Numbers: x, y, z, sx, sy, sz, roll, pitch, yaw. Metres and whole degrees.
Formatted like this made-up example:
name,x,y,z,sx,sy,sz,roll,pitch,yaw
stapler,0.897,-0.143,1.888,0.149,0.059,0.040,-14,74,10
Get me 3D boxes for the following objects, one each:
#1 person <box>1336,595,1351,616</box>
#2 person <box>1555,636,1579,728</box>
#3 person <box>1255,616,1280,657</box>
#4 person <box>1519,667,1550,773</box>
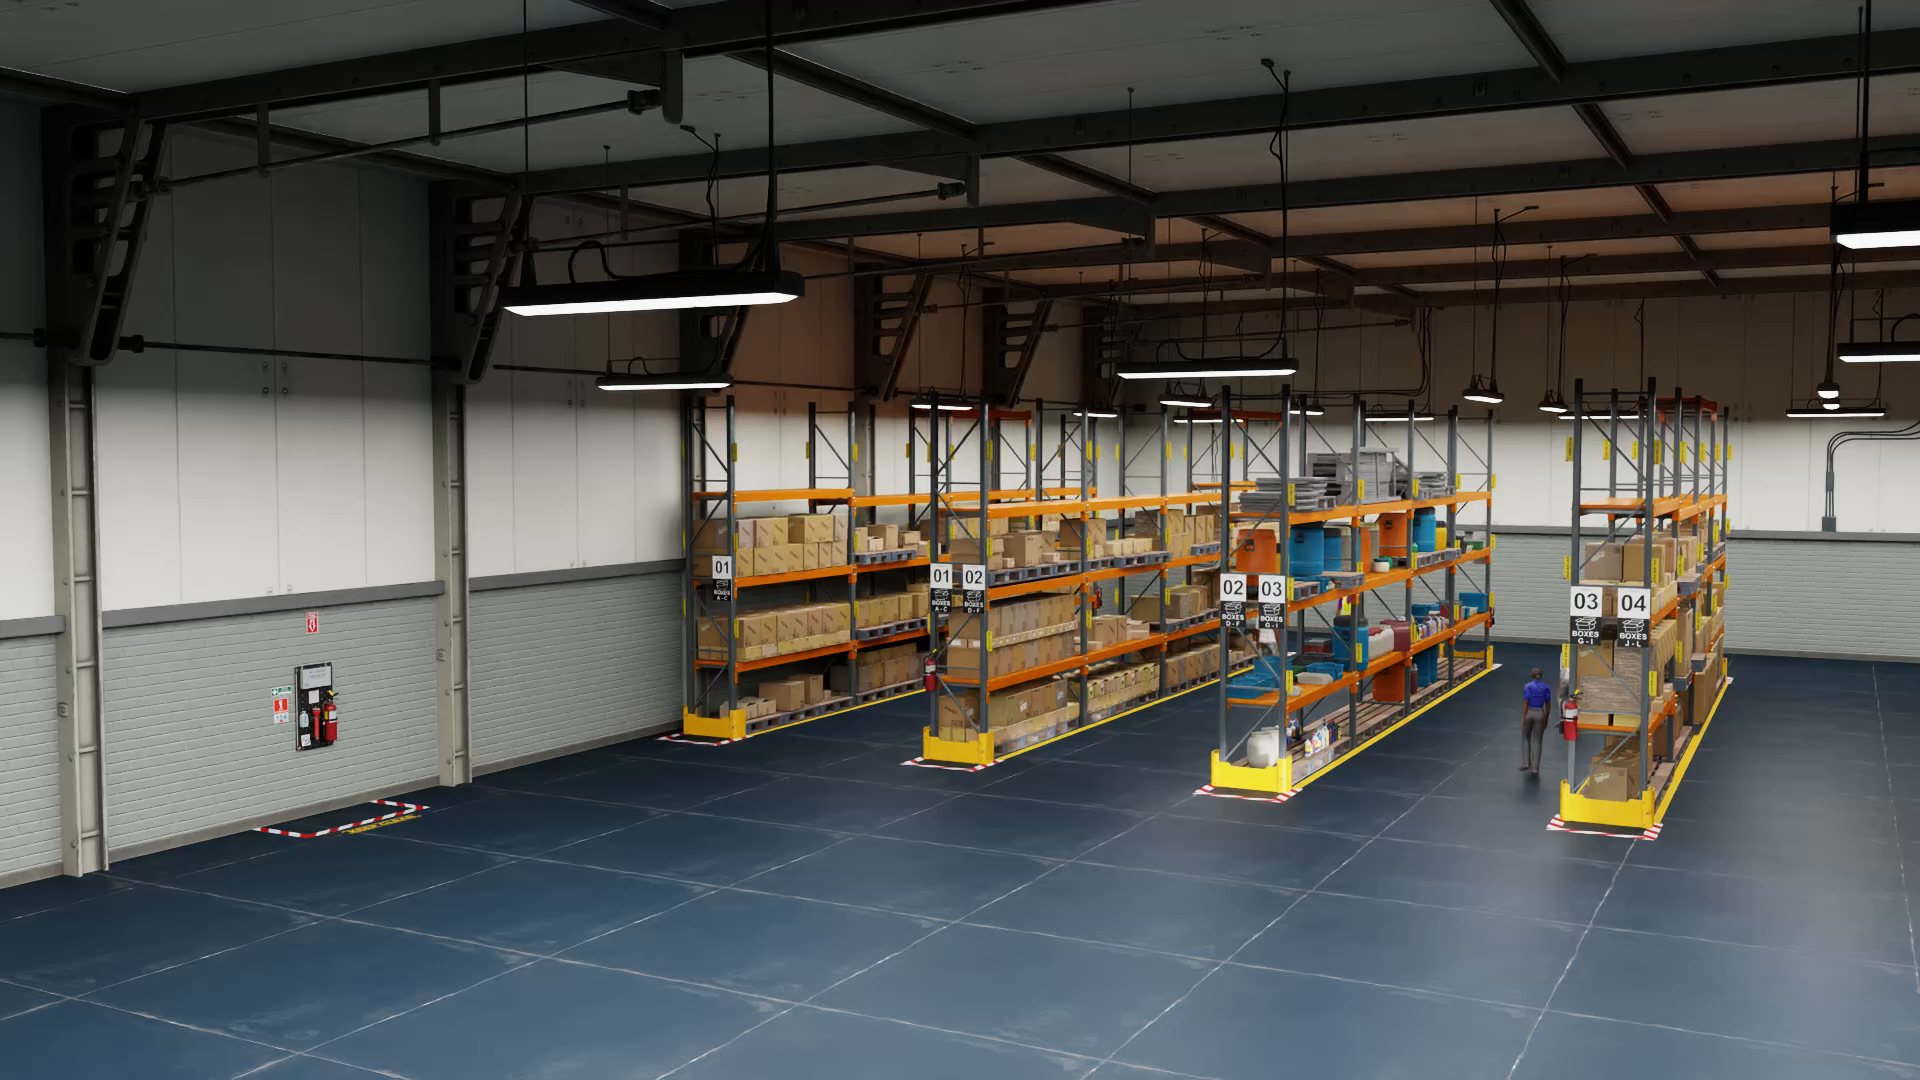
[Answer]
name,x,y,z,sx,sy,sz,roll,pitch,yaw
person,9.724,1.955,41.557,0.667,1.711,1.093,1,3,25
person,11.053,2.526,30.018,0.568,1.776,0.496,1,3,17
person,6.666,2.231,36.058,0.597,1.762,0.537,3,4,43
person,9.005,2.829,26.038,0.448,1.683,0.687,1,3,17
